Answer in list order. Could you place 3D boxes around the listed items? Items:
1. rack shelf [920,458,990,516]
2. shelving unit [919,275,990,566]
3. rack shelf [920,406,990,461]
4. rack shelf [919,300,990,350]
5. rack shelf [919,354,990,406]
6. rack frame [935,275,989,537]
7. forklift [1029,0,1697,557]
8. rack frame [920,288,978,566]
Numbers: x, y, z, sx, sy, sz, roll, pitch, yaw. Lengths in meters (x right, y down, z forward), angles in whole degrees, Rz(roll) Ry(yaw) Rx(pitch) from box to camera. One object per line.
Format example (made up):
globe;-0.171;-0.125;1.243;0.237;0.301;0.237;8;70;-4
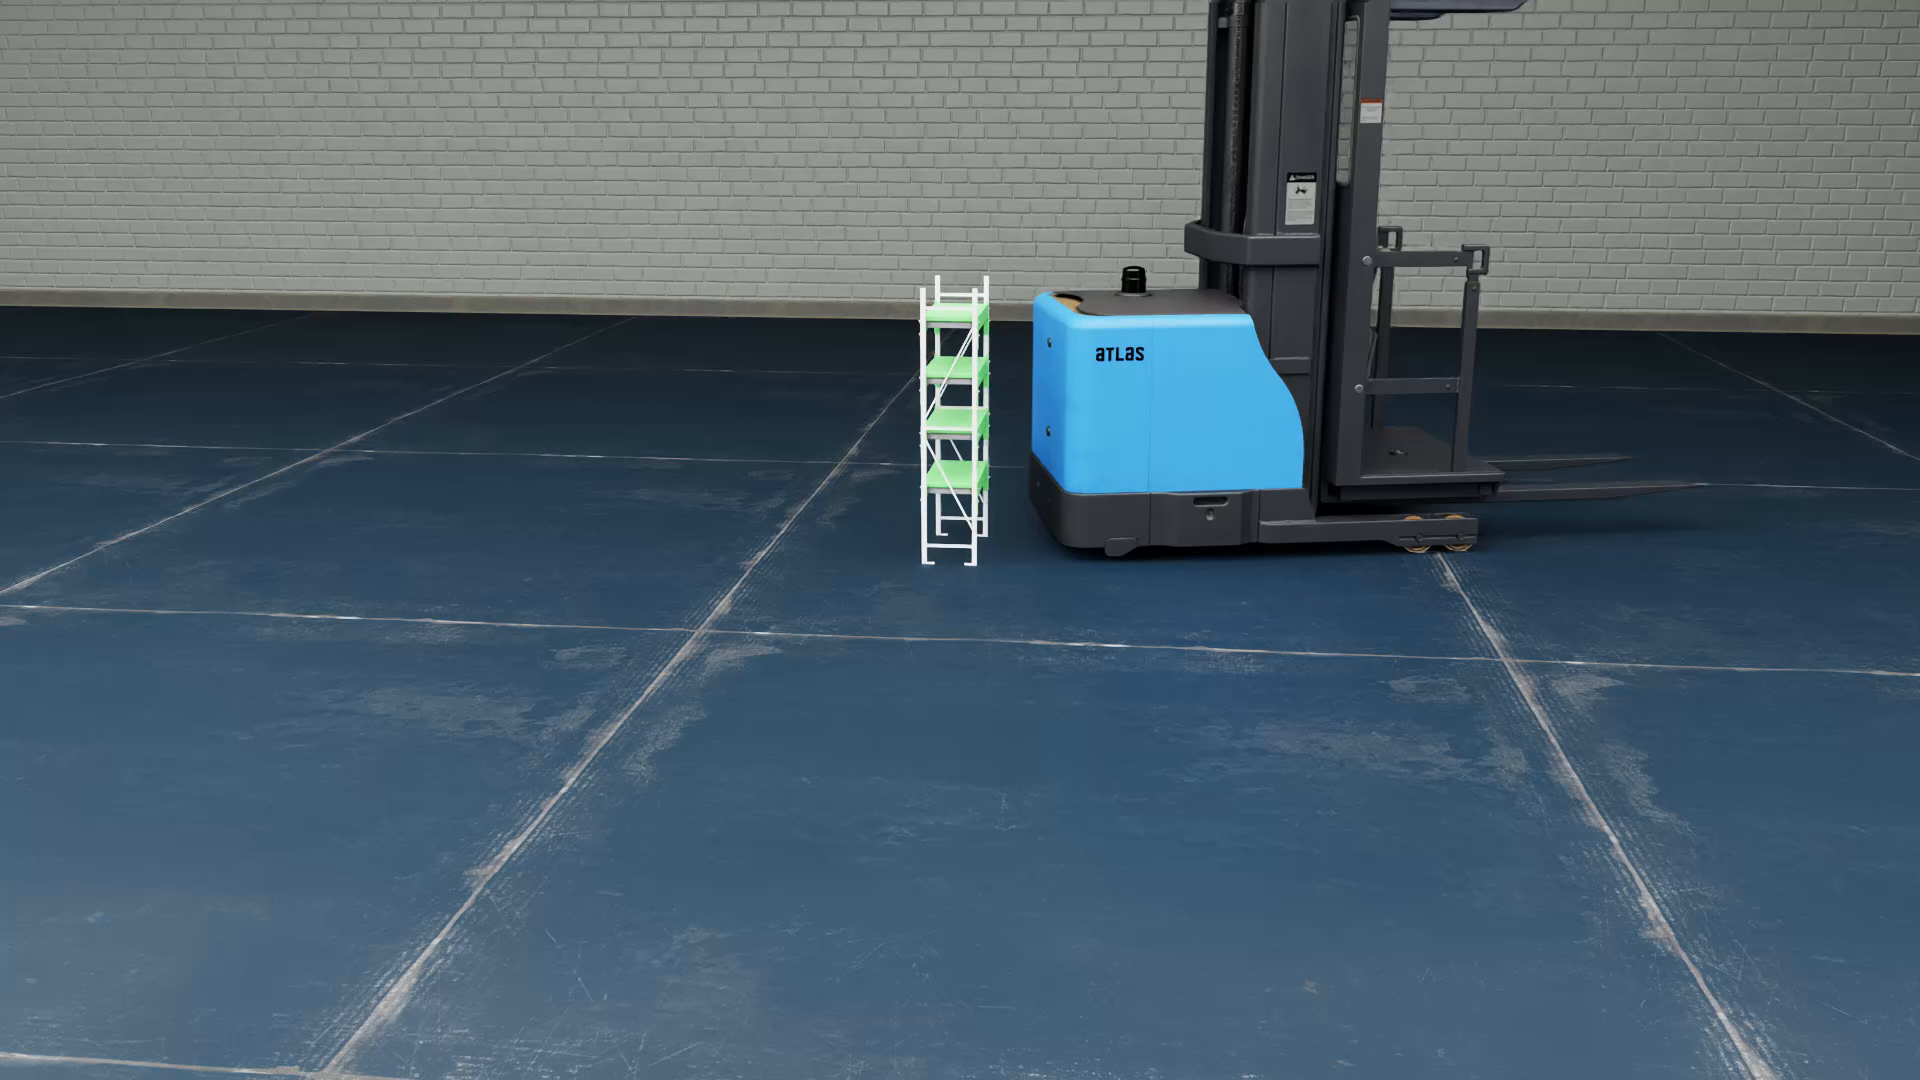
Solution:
rack shelf;-0.019;-0.243;7.426;0.258;0.148;0.480;2;15;6
shelving unit;-0.019;-0.536;7.347;0.258;1.200;0.503;2;15;6
rack shelf;-0.019;-0.475;7.363;0.258;0.148;0.480;2;15;6
rack shelf;-0.019;-0.938;7.238;0.258;0.148;0.480;2;15;6
rack shelf;-0.019;-0.706;7.301;0.258;0.148;0.480;2;15;6
rack frame;0.009;-0.600;7.581;0.240;1.200;0.015;2;15;6
forklift;1.892;-1.490;7.558;3.031;2.935;1.130;-2;15;-7
rack frame;-0.046;-0.473;7.113;0.240;1.200;0.015;2;15;6
